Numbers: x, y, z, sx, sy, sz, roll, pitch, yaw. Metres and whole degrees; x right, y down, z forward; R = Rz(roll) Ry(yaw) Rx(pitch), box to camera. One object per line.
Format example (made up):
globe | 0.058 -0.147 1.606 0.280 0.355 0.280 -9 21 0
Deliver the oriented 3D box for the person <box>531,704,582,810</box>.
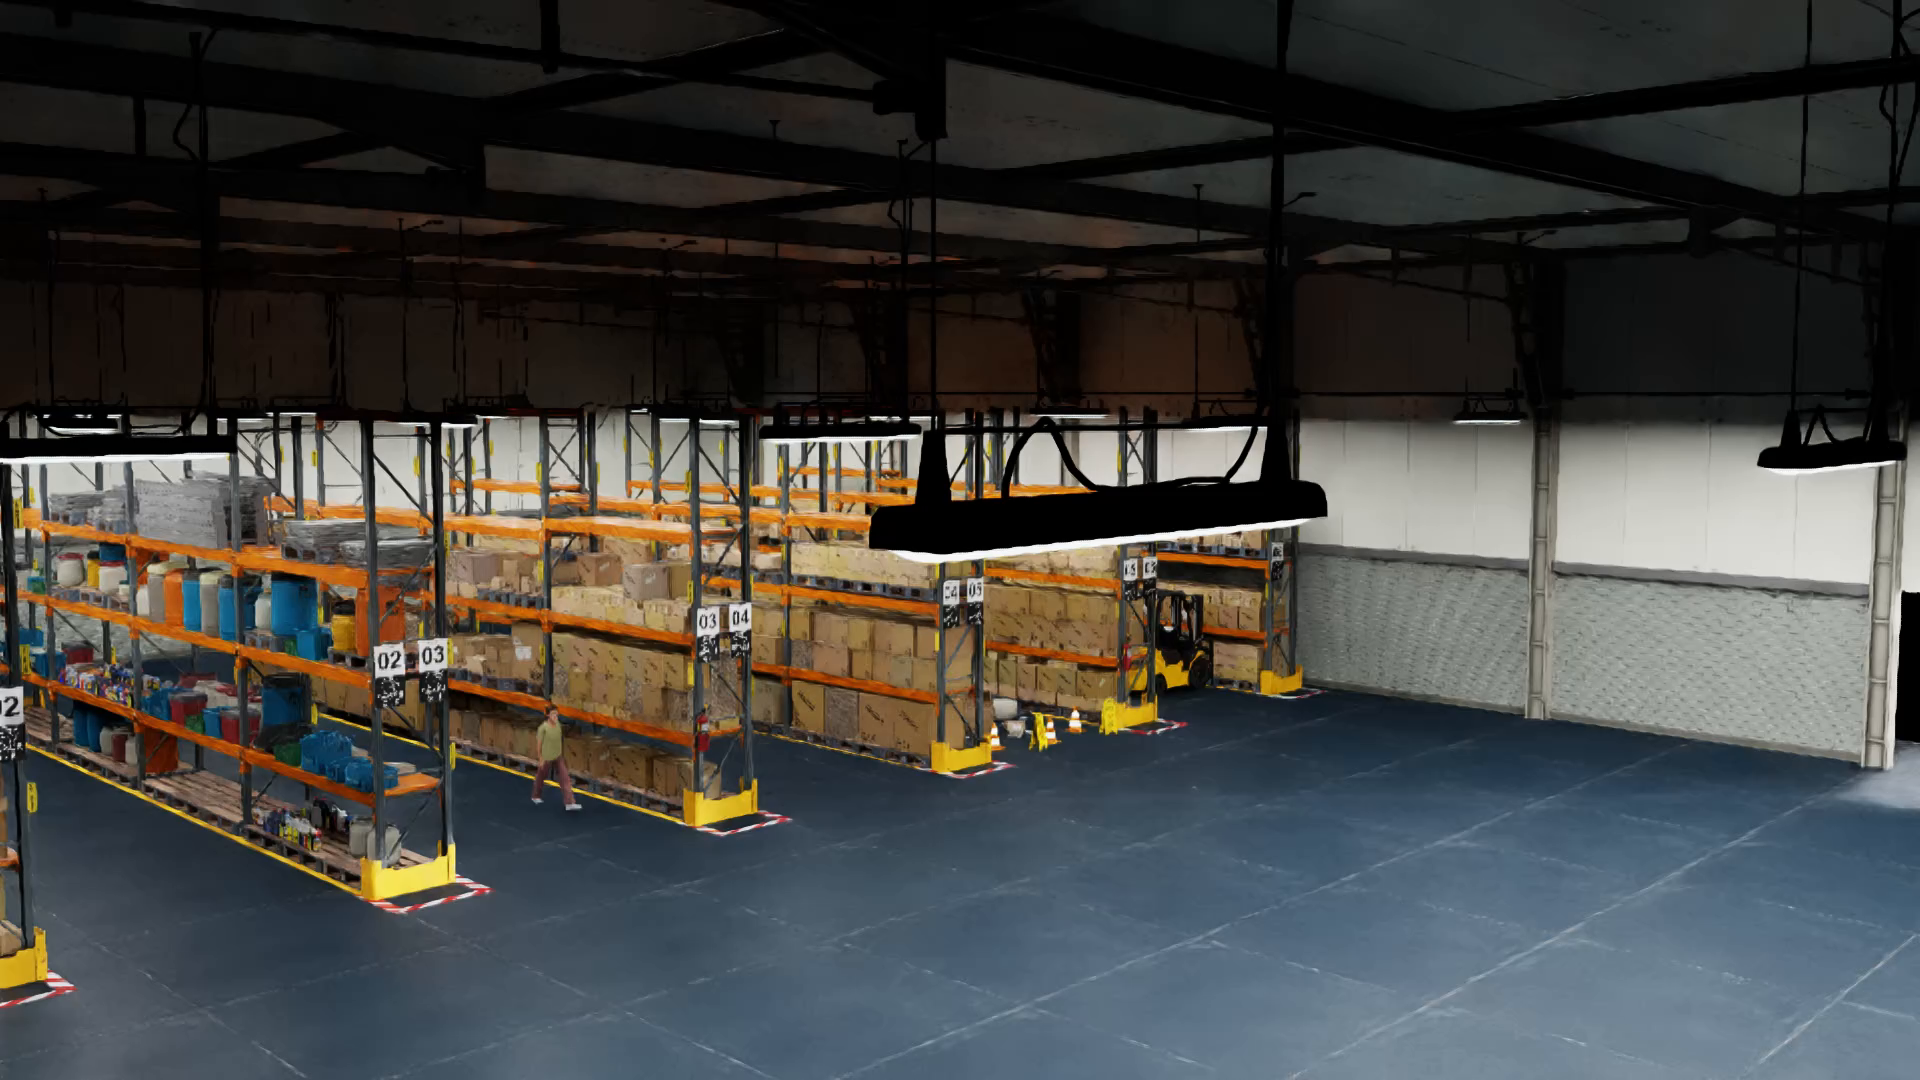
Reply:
person | -6.207 3.280 25.260 0.448 1.588 1.095 -5 7 -42
